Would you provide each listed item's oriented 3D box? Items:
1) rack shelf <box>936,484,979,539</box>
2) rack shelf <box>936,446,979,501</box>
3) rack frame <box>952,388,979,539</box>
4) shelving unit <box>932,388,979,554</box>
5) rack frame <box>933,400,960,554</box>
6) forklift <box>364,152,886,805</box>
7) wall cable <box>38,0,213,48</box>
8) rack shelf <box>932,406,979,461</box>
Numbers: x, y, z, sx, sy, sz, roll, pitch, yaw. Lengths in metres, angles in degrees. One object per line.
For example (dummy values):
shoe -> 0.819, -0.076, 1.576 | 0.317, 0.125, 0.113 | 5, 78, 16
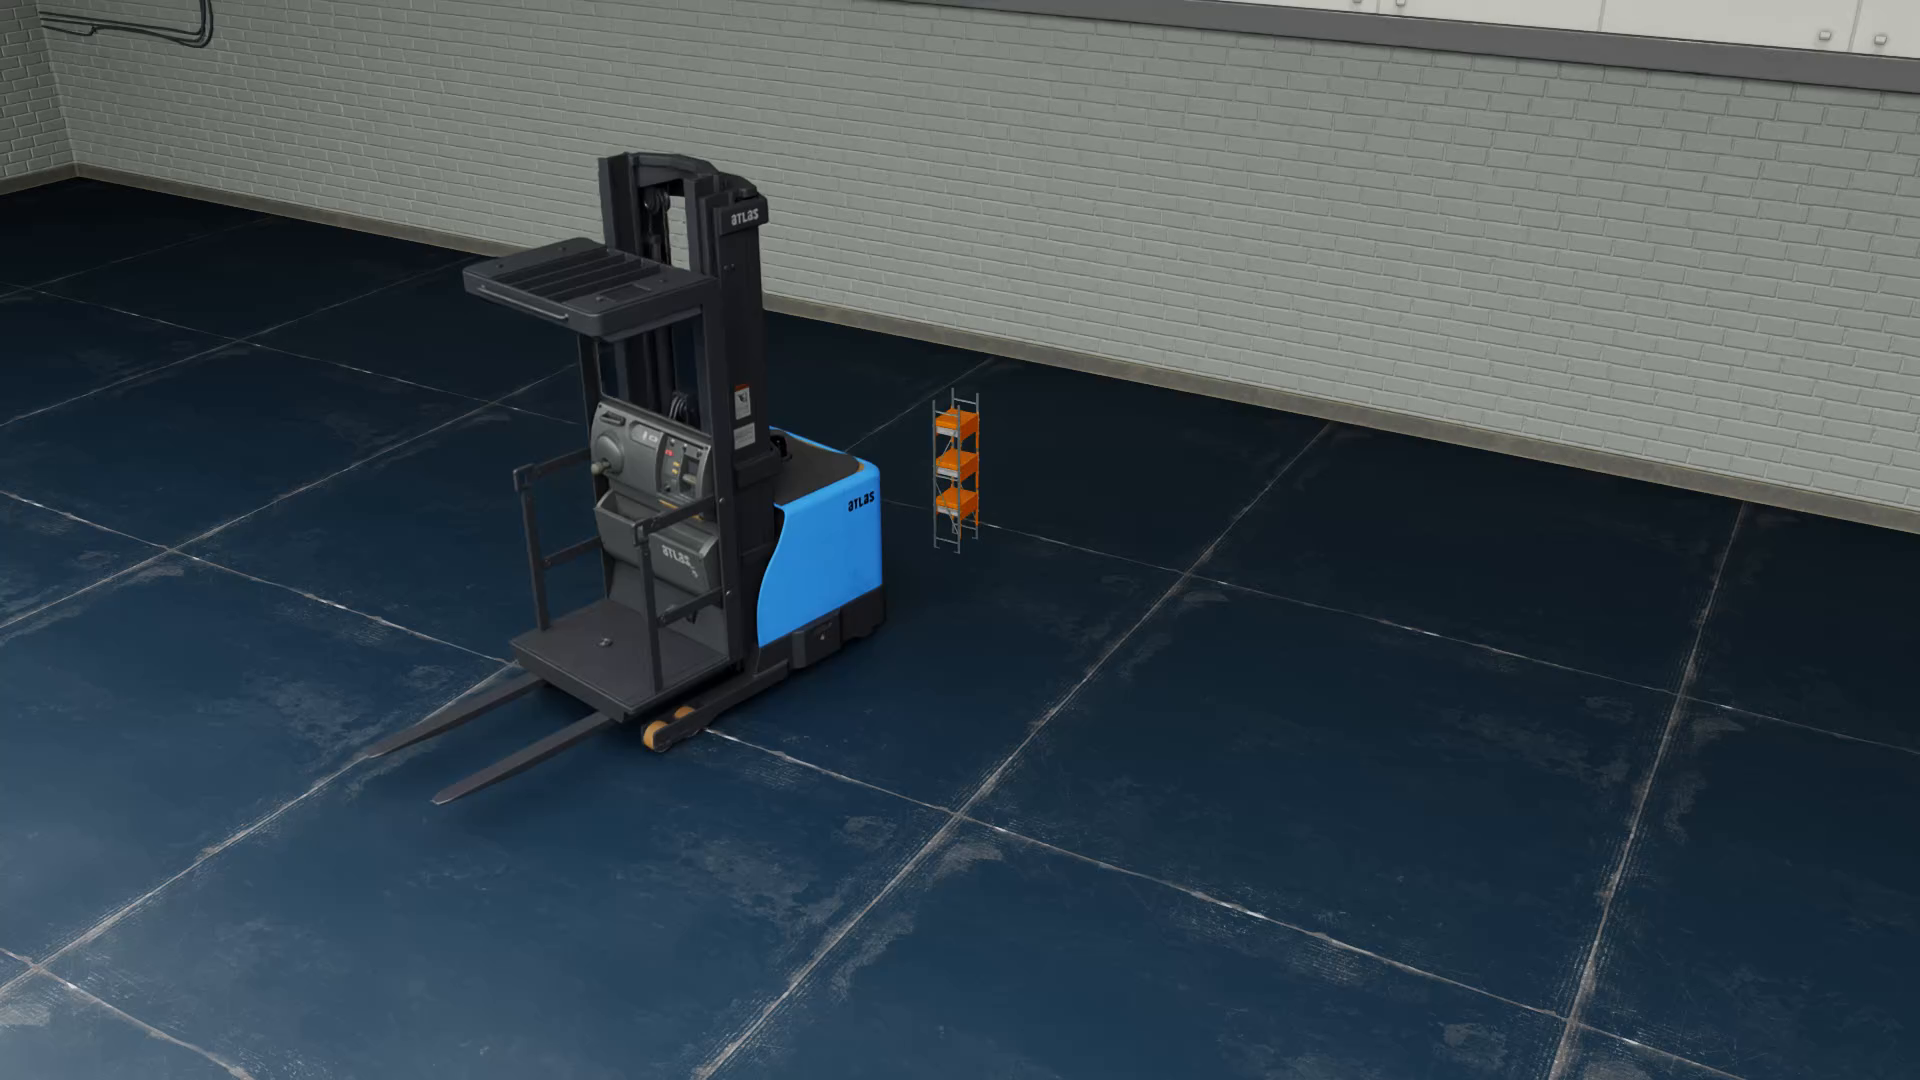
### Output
rack shelf -> -0.026, -0.191, 11.022 | 0.215, 0.259, 0.240 | 14, 30, 26
rack shelf -> -0.026, -0.439, 10.898 | 0.215, 0.259, 0.240 | 14, 30, 26
rack frame -> 0.034, -0.496, 10.988 | 0.200, 1.050, 0.008 | 14, 30, 26
shelving unit -> -0.026, -0.449, 10.893 | 0.215, 1.050, 0.252 | 14, 30, 26
rack frame -> -0.086, -0.401, 10.798 | 0.200, 1.050, 0.008 | 14, 30, 26
forklift -> -1.797, -0.430, 8.755 | 1.130, 2.935, 3.031 | 21, 34, 36
wall cable -> -9.274, -6.647, 17.864 | 3.097, 2.526, 0.112 | 14, 30, 26
rack shelf -> -0.026, -0.693, 10.771 | 0.215, 0.259, 0.240 | 14, 30, 26
